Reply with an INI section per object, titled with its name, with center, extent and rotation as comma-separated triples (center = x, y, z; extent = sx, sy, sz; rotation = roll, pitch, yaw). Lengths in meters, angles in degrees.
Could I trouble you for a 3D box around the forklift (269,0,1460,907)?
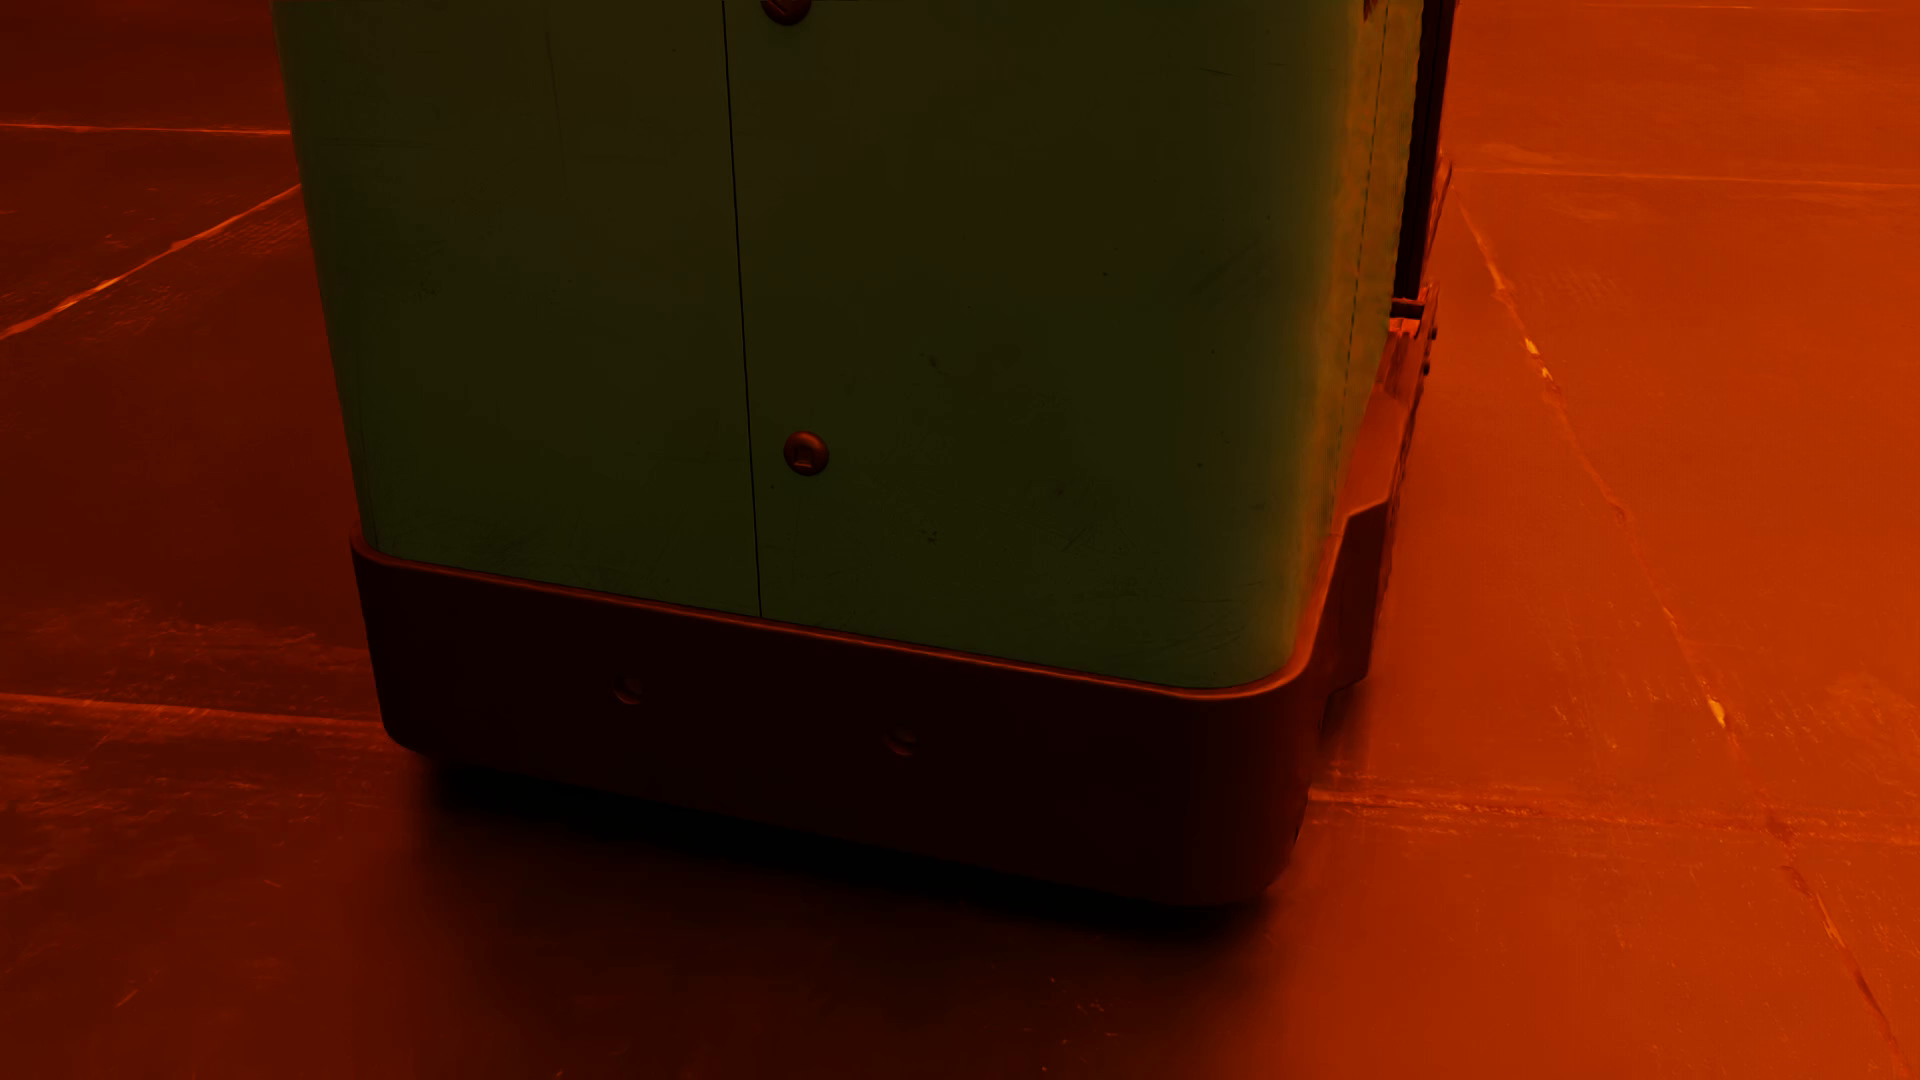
[forklift]
center = 0.271, -1.591, 2.407
extent = 1.130, 2.935, 3.031
rotation = 8, 28, 16
